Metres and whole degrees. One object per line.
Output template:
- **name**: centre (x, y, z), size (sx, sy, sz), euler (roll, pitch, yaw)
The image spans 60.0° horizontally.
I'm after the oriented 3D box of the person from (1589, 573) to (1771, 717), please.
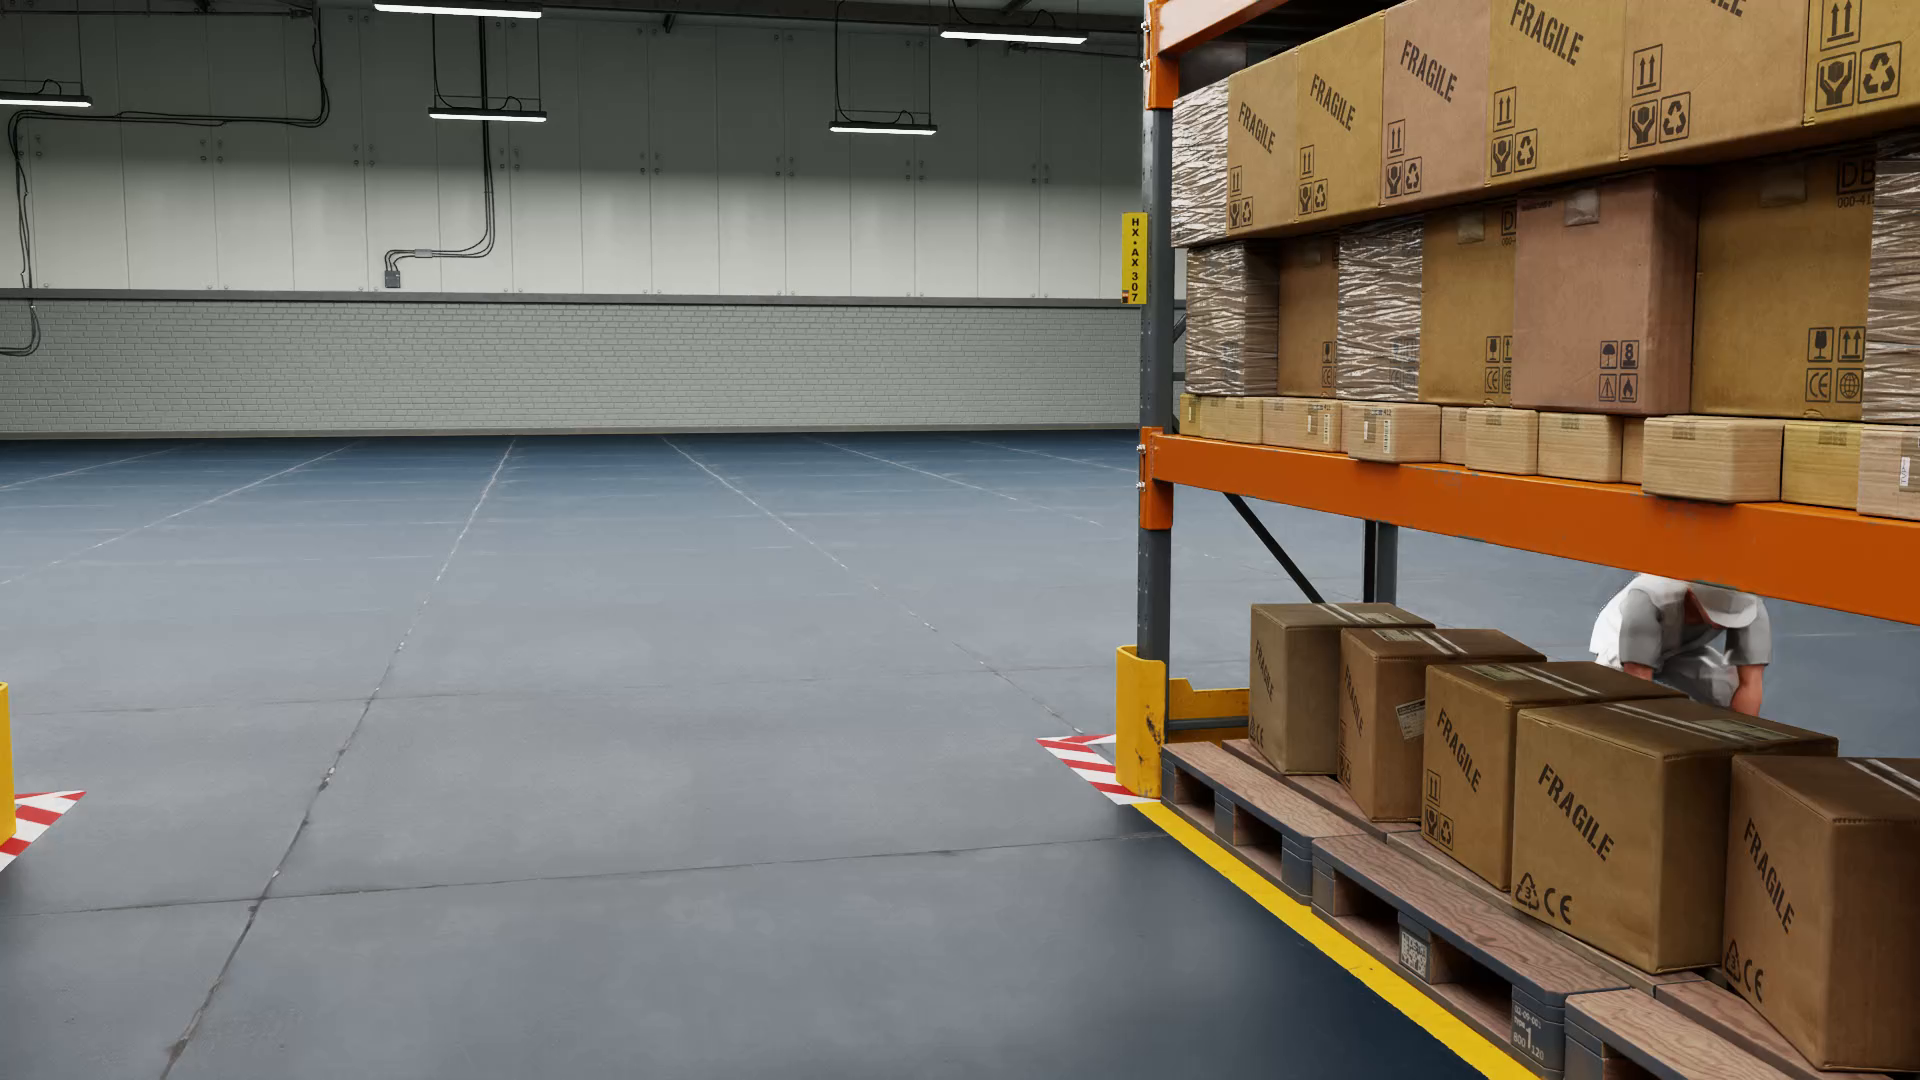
- **person**: centre (2.655, 0.461, 6.145), size (0.569, 0.907, 0.904), euler (1, 6, 7)
